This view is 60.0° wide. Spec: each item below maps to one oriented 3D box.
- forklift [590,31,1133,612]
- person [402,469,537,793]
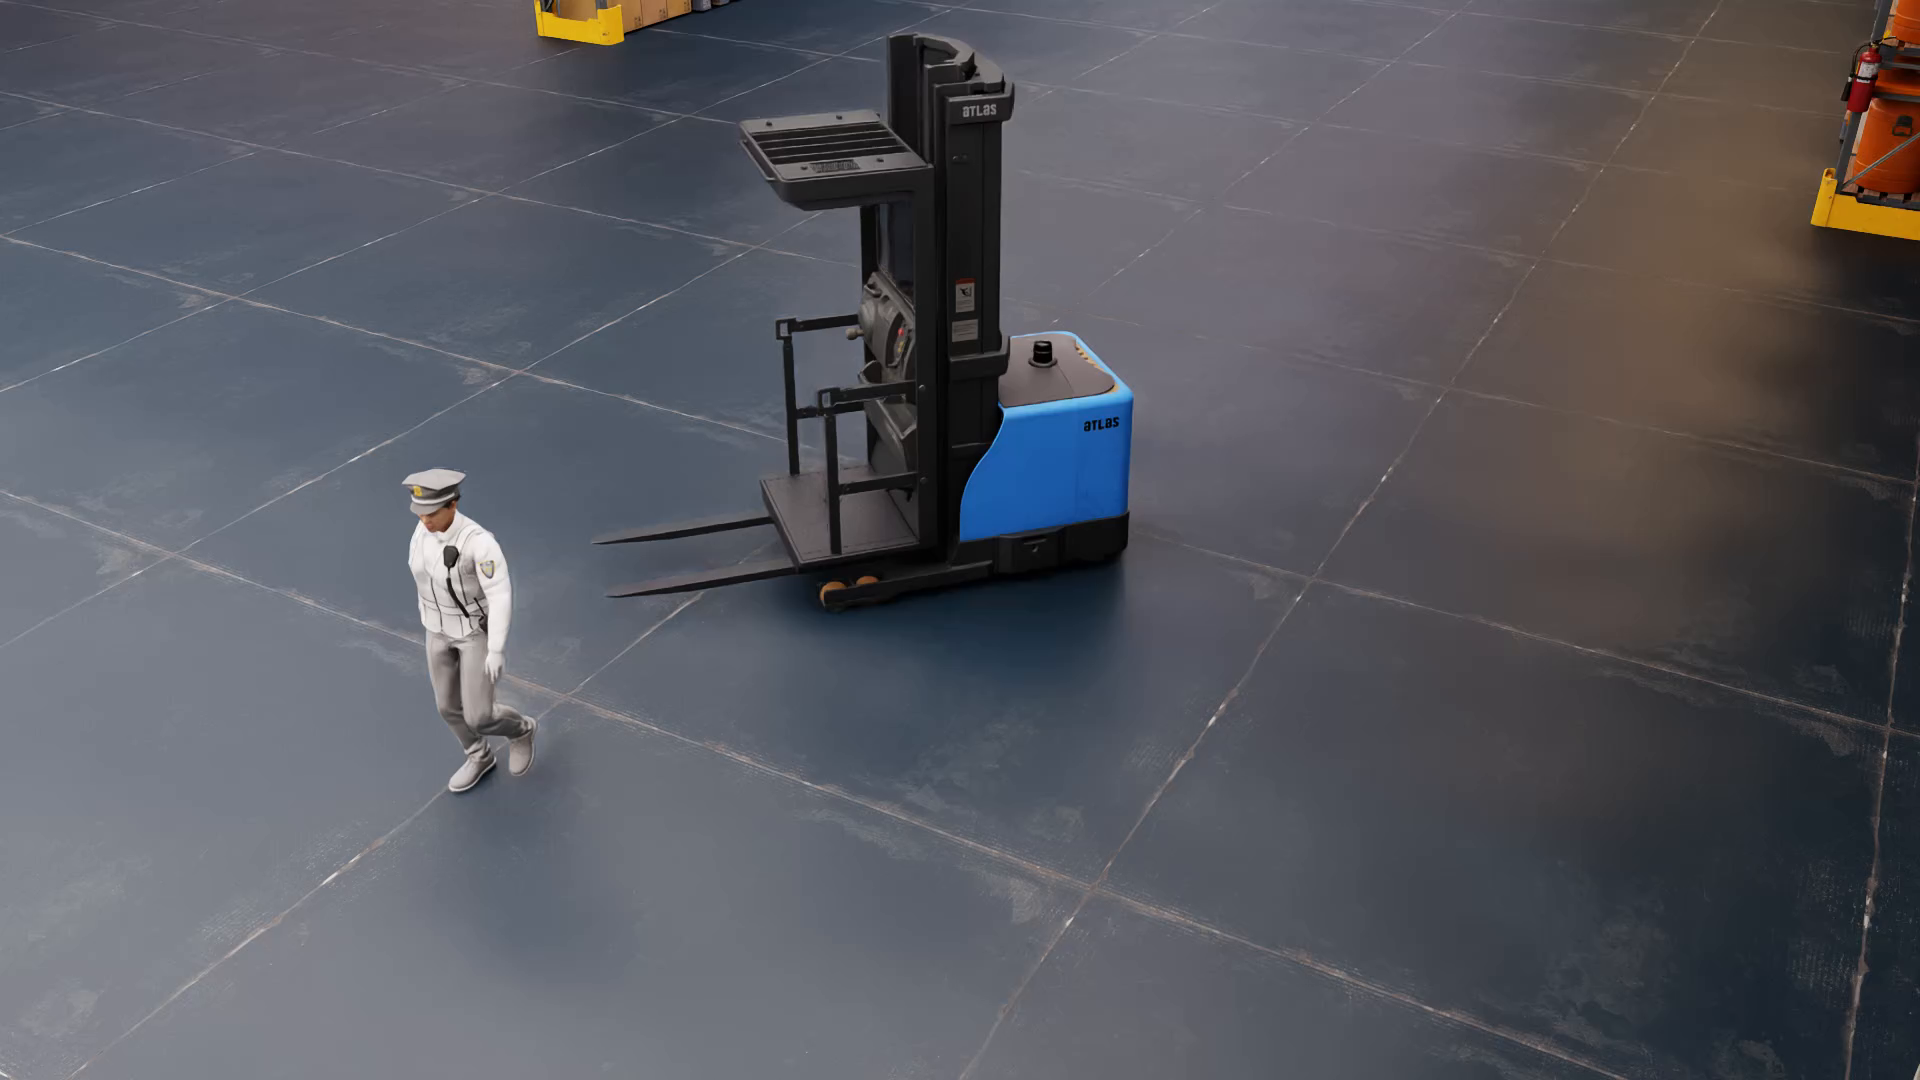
[{"bbox_3d":[-0.588,-1.164,9.087,3.031,2.935,1.130,-9,31,-16],"label":"forklift"},{"bbox_3d":[-2.275,0.430,7.614,0.654,1.650,0.449,13,33,22],"label":"person"}]
